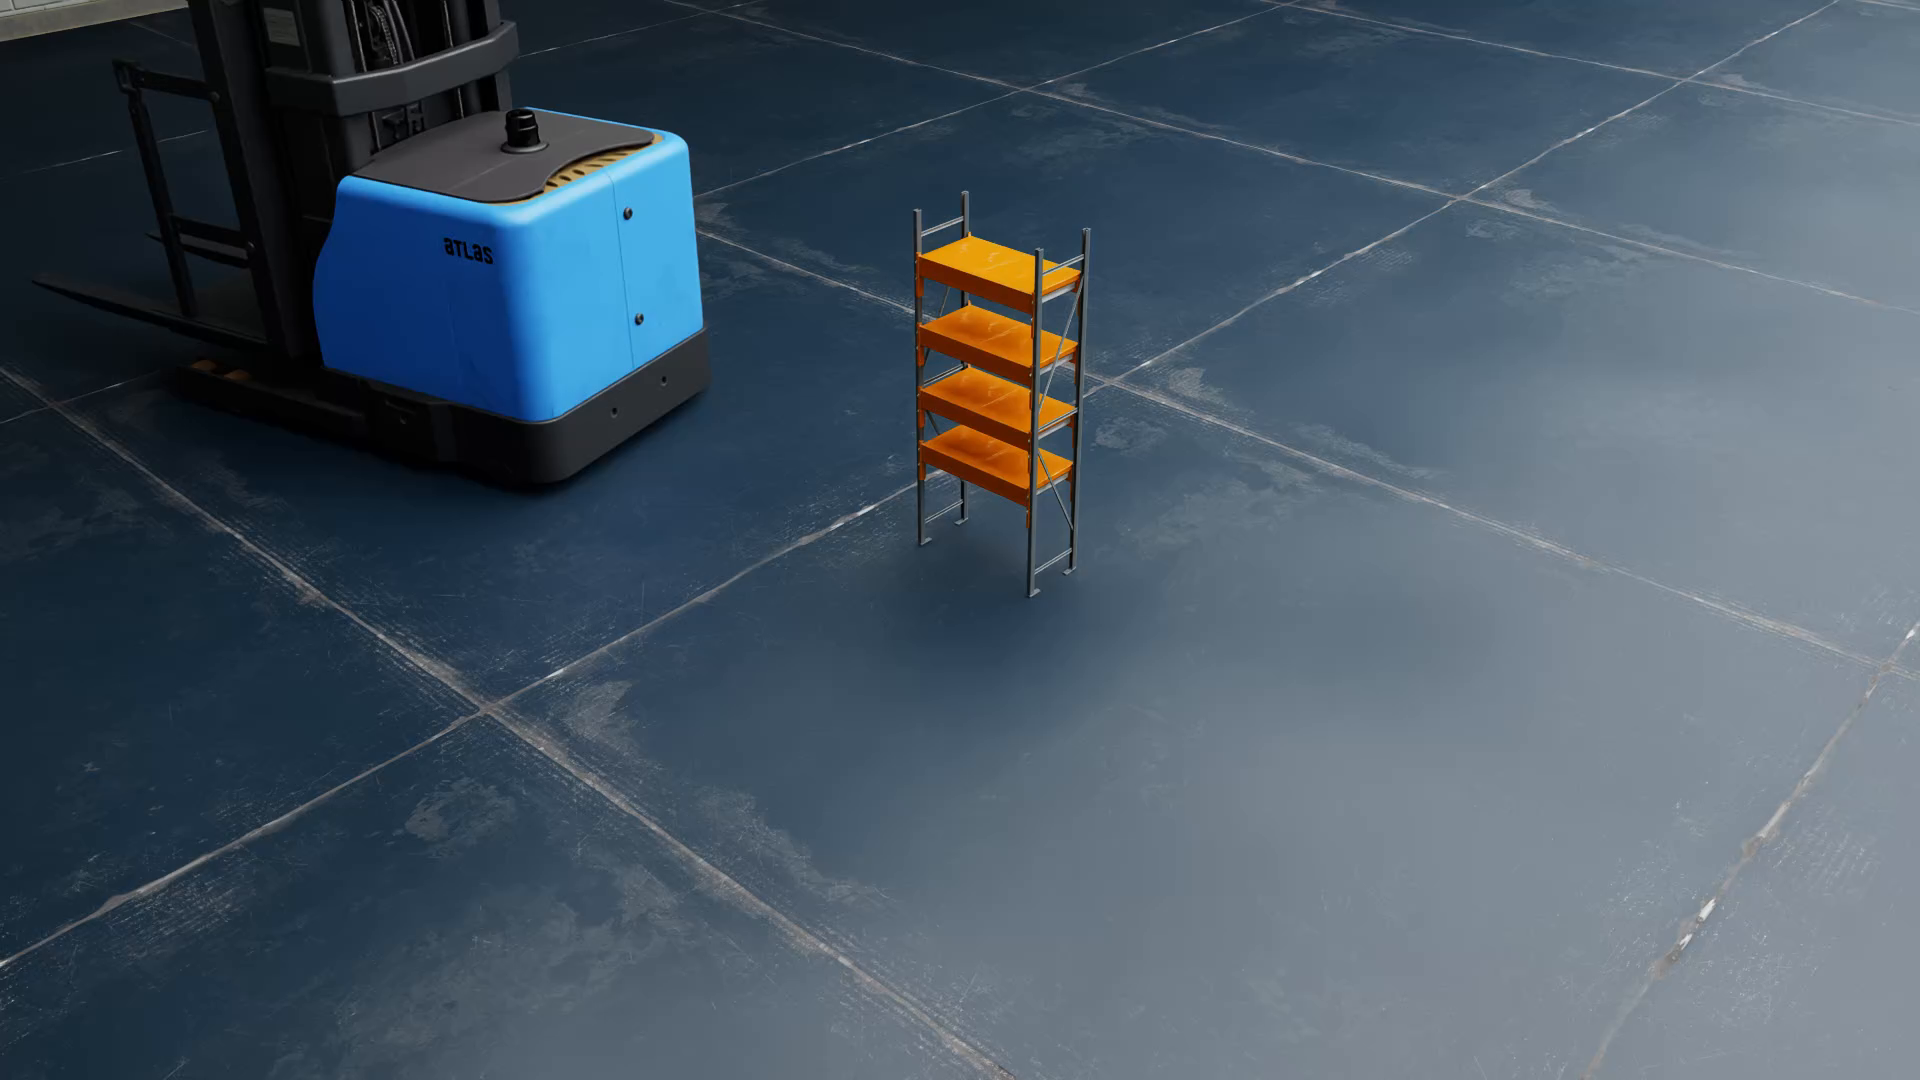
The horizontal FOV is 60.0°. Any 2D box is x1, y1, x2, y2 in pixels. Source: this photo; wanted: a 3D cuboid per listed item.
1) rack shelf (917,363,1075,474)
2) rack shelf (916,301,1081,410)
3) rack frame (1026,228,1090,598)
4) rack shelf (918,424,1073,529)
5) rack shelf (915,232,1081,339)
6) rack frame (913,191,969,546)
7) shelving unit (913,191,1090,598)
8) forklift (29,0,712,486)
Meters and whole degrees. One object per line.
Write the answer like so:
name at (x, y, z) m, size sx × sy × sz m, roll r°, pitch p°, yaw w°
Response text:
rack shelf at (0.123, -0.399, 5.380) m, size 0.480 × 0.148 × 0.258 m, roll 25°, pitch 39°, yaw 35°
rack shelf at (0.123, -0.591, 5.265) m, size 0.480 × 0.148 × 0.258 m, roll 25°, pitch 39°, yaw 35°
rack frame at (0.304, -0.372, 5.205) m, size 0.015 × 1.200 × 0.240 m, roll 25°, pitch 39°, yaw 35°
rack shelf at (0.123, -0.229, 5.482) m, size 0.480 × 0.148 × 0.258 m, roll 25°, pitch 39°, yaw 35°
rack shelf at (0.123, -0.793, 5.143) m, size 0.480 × 0.148 × 0.258 m, roll 25°, pitch 39°, yaw 35°
rack frame at (-0.058, -0.541, 5.486) m, size 0.015 × 1.200 × 0.240 m, roll 25°, pitch 39°, yaw 35°
shelving unit at (0.123, -0.457, 5.345) m, size 0.503 × 1.200 × 0.258 m, roll 25°, pitch 39°, yaw 35°
forklift at (-2.540, -1.983, 6.202) m, size 3.031 × 2.935 × 1.130 m, roll 15°, pitch 34°, yaw 24°
